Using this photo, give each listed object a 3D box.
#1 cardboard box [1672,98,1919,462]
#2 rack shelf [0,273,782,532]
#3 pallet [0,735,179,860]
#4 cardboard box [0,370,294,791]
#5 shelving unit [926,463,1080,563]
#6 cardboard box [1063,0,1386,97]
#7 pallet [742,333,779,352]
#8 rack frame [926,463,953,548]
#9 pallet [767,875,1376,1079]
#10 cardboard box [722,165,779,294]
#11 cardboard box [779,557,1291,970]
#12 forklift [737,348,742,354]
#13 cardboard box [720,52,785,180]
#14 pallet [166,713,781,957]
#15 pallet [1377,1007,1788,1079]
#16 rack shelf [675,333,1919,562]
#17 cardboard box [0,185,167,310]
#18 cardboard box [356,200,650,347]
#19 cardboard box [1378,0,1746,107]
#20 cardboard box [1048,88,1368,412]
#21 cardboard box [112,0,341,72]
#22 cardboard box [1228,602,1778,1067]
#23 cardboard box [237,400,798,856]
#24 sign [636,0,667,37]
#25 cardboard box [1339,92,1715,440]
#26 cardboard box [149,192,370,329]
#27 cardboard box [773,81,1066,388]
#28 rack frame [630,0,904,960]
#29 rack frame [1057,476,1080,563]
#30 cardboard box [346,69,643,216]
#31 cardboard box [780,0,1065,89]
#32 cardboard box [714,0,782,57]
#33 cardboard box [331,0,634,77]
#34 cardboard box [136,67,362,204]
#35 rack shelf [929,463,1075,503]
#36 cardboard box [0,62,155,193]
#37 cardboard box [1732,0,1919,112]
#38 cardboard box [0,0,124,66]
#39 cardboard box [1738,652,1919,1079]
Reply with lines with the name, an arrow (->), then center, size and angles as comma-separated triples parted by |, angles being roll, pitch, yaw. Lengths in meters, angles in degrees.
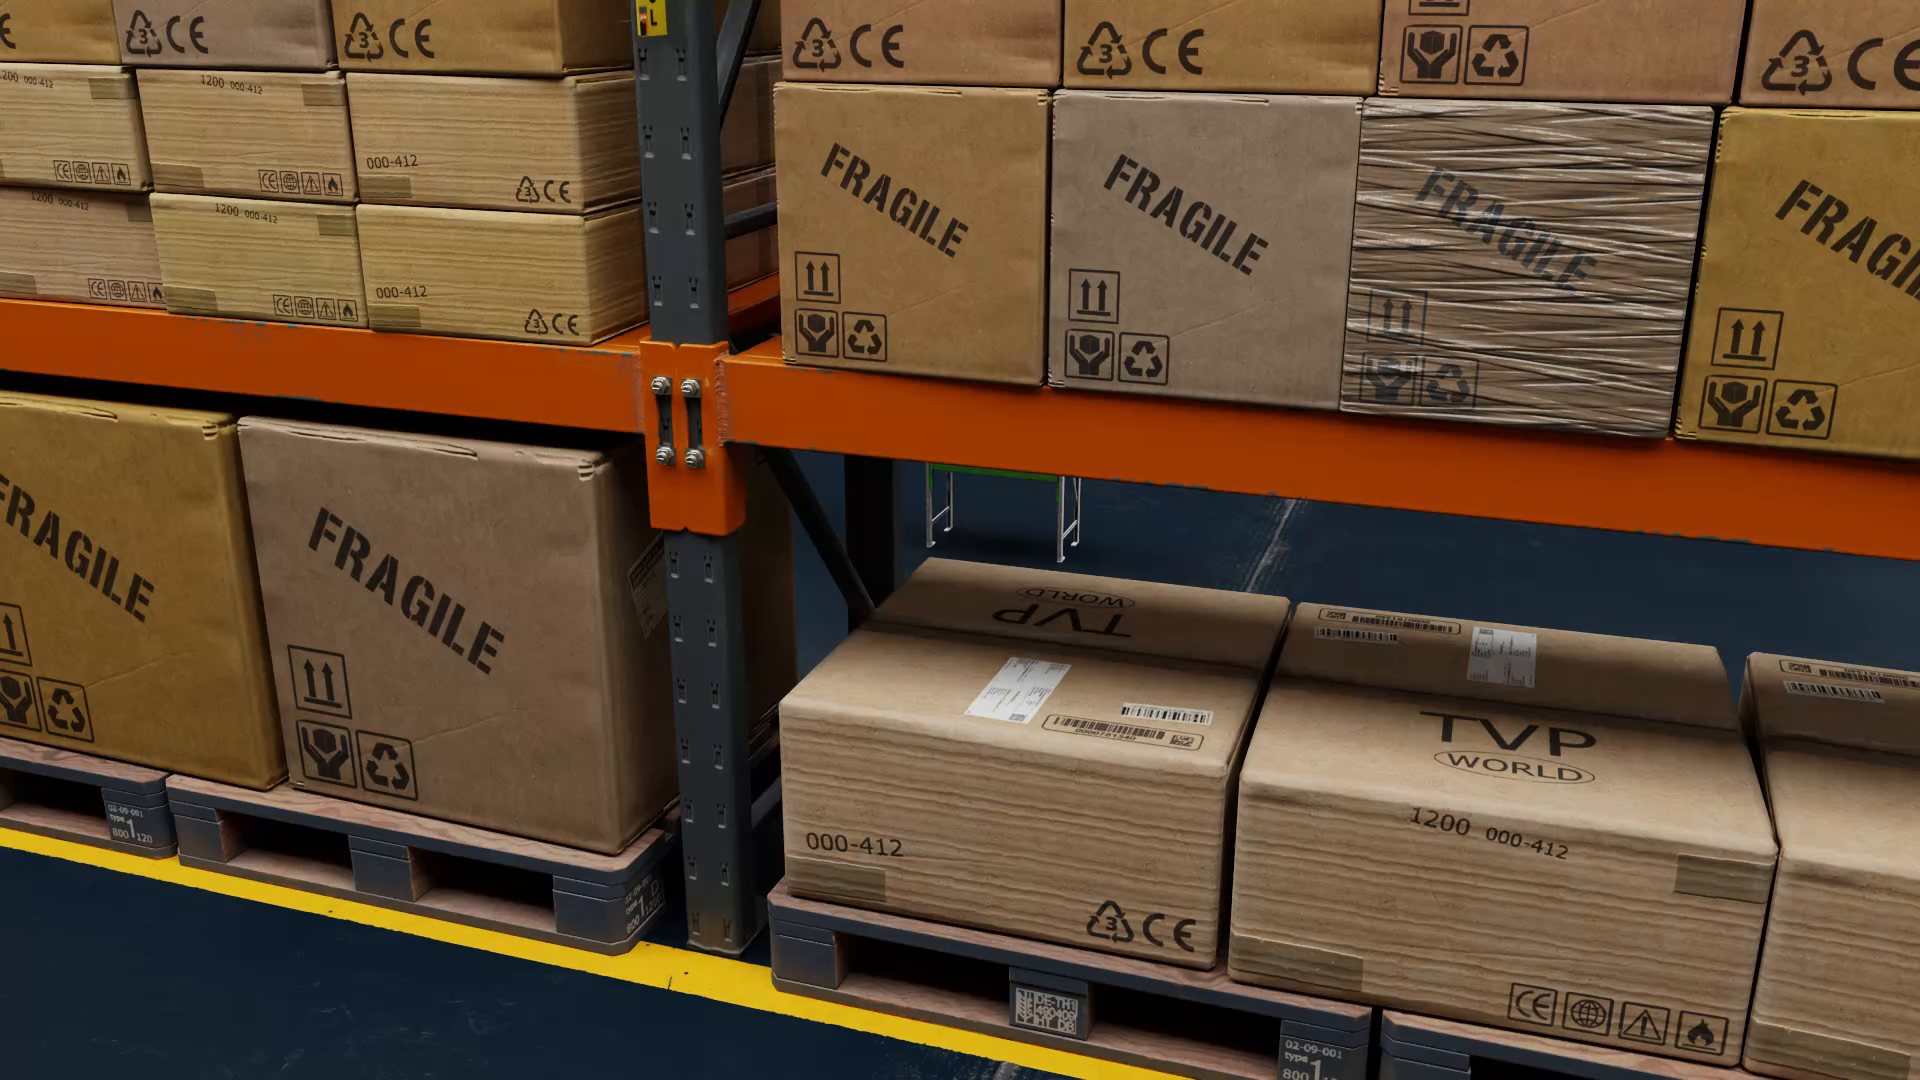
cardboard box -> 1.424, -0.437, 2.620 | 0.500, 0.500, 0.500 | 7, 20, 20
rack shelf -> -2.251, -0.565, 4.232 | 4.000, 0.370, 1.077 | 7, 20, 18
pallet -> -2.272, 0.437, 4.501 | 1.213, 0.211, 1.003 | 7, 20, 18
cardboard box -> -1.830, -0.021, 4.169 | 0.875, 0.875, 0.875 | 7, 20, 20
shelving unit -> 0.156, -0.549, 5.827 | 0.503, 1.200, 0.258 | 7, 20, 18
cardboard box -> 0.483, -1.025, 2.787 | 0.500, 0.500, 0.500 | 6, 20, 17
pallet -> -0.725, -1.137, 9.016 | 1.213, 0.211, 1.003 | 7, 20, 18
rack frame -> -0.074, -0.575, 5.903 | 0.015, 1.200, 0.240 | 7, 20, 18
pallet -> 0.331, 0.735, 3.648 | 1.213, 0.211, 1.003 | 7, 20, 18
cardboard box -> -0.691, -0.747, 3.891 | 0.500, 0.250, 0.500 | 6, 20, 17
cardboard box -> 0.196, 0.424, 3.556 | 0.875, 0.438, 0.875 | 6, 20, 17
forklift -> -2.445, -1.702, 6.507 | 3.031, 2.935, 1.130 | 7, 20, 18
cardboard box -> -0.685, -0.989, 3.824 | 0.500, 0.250, 0.500 | 6, 20, 16
pallet -> -1.116, 0.568, 4.125 | 1.213, 0.211, 1.003 | 7, 20, 18
pallet -> 1.487, 0.866, 3.271 | 1.213, 0.211, 1.003 | 7, 20, 18
rack shelf -> 1.527, -0.133, 2.993 | 4.000, 0.370, 1.077 | 7, 20, 18
cardboard box -> -1.820, -0.704, 3.765 | 0.500, 0.250, 0.500 | 6, 20, 17
cardboard box -> -0.868, -0.588, 3.433 | 0.500, 0.250, 0.500 | 6, 20, 17
cardboard box -> 0.964, -0.966, 2.619 | 0.500, 0.500, 0.500 | 7, 20, 19
cardboard box -> 0.469, -0.548, 2.939 | 0.500, 0.500, 0.500 | 7, 20, 18
cardboard box -> -1.358, -1.232, 3.381 | 0.500, 0.500, 0.500 | 7, 20, 19
cardboard box -> 1.042, 0.521, 3.280 | 0.875, 0.438, 0.875 | 6, 20, 16
cardboard box -> -0.974, 0.074, 3.896 | 0.875, 0.875, 0.875 | 7, 20, 20
sign -> -0.531, -1.028, 2.830 | 0.005, 0.325, 0.100 | 7, 20, 18
cardboard box -> 0.937, -0.492, 2.779 | 0.500, 0.500, 0.500 | 7, 20, 18
cardboard box -> -1.349, -0.643, 3.592 | 0.500, 0.250, 0.500 | 6, 20, 17
cardboard box -> -0.005, -0.604, 3.099 | 0.500, 0.500, 0.500 | 7, 20, 20
rack frame -> -0.362, -0.688, 3.494 | 0.127, 3.000, 1.000 | 7, 20, 18
rack frame -> 0.387, -0.522, 5.752 | 0.015, 1.200, 0.240 | 7, 20, 18
cardboard box -> -0.858, -0.826, 3.356 | 0.500, 0.250, 0.500 | 7, 20, 18
cardboard box -> 0.008, -1.081, 2.950 | 0.500, 0.500, 0.500 | 7, 20, 18
cardboard box -> -0.683, -1.345, 3.706 | 0.500, 0.500, 0.500 | 7, 20, 19
cardboard box -> -0.866, -1.178, 3.228 | 0.500, 0.500, 0.500 | 7, 20, 20
cardboard box -> -1.333, -0.877, 3.505 | 0.500, 0.250, 0.500 | 7, 20, 19
rack shelf -> 0.156, -0.262, 5.927 | 0.480, 0.148, 0.258 | 7, 20, 18
cardboard box -> -1.824, -0.932, 3.660 | 0.500, 0.250, 0.500 | 7, 20, 19
cardboard box -> 1.439, -0.910, 2.460 | 0.500, 0.500, 0.500 | 6, 20, 18
cardboard box -> -1.830, -1.292, 3.556 | 0.500, 0.500, 0.500 | 7, 20, 20
cardboard box -> 1.893, 0.619, 2.999 | 0.875, 0.438, 0.875 | 7, 20, 20
